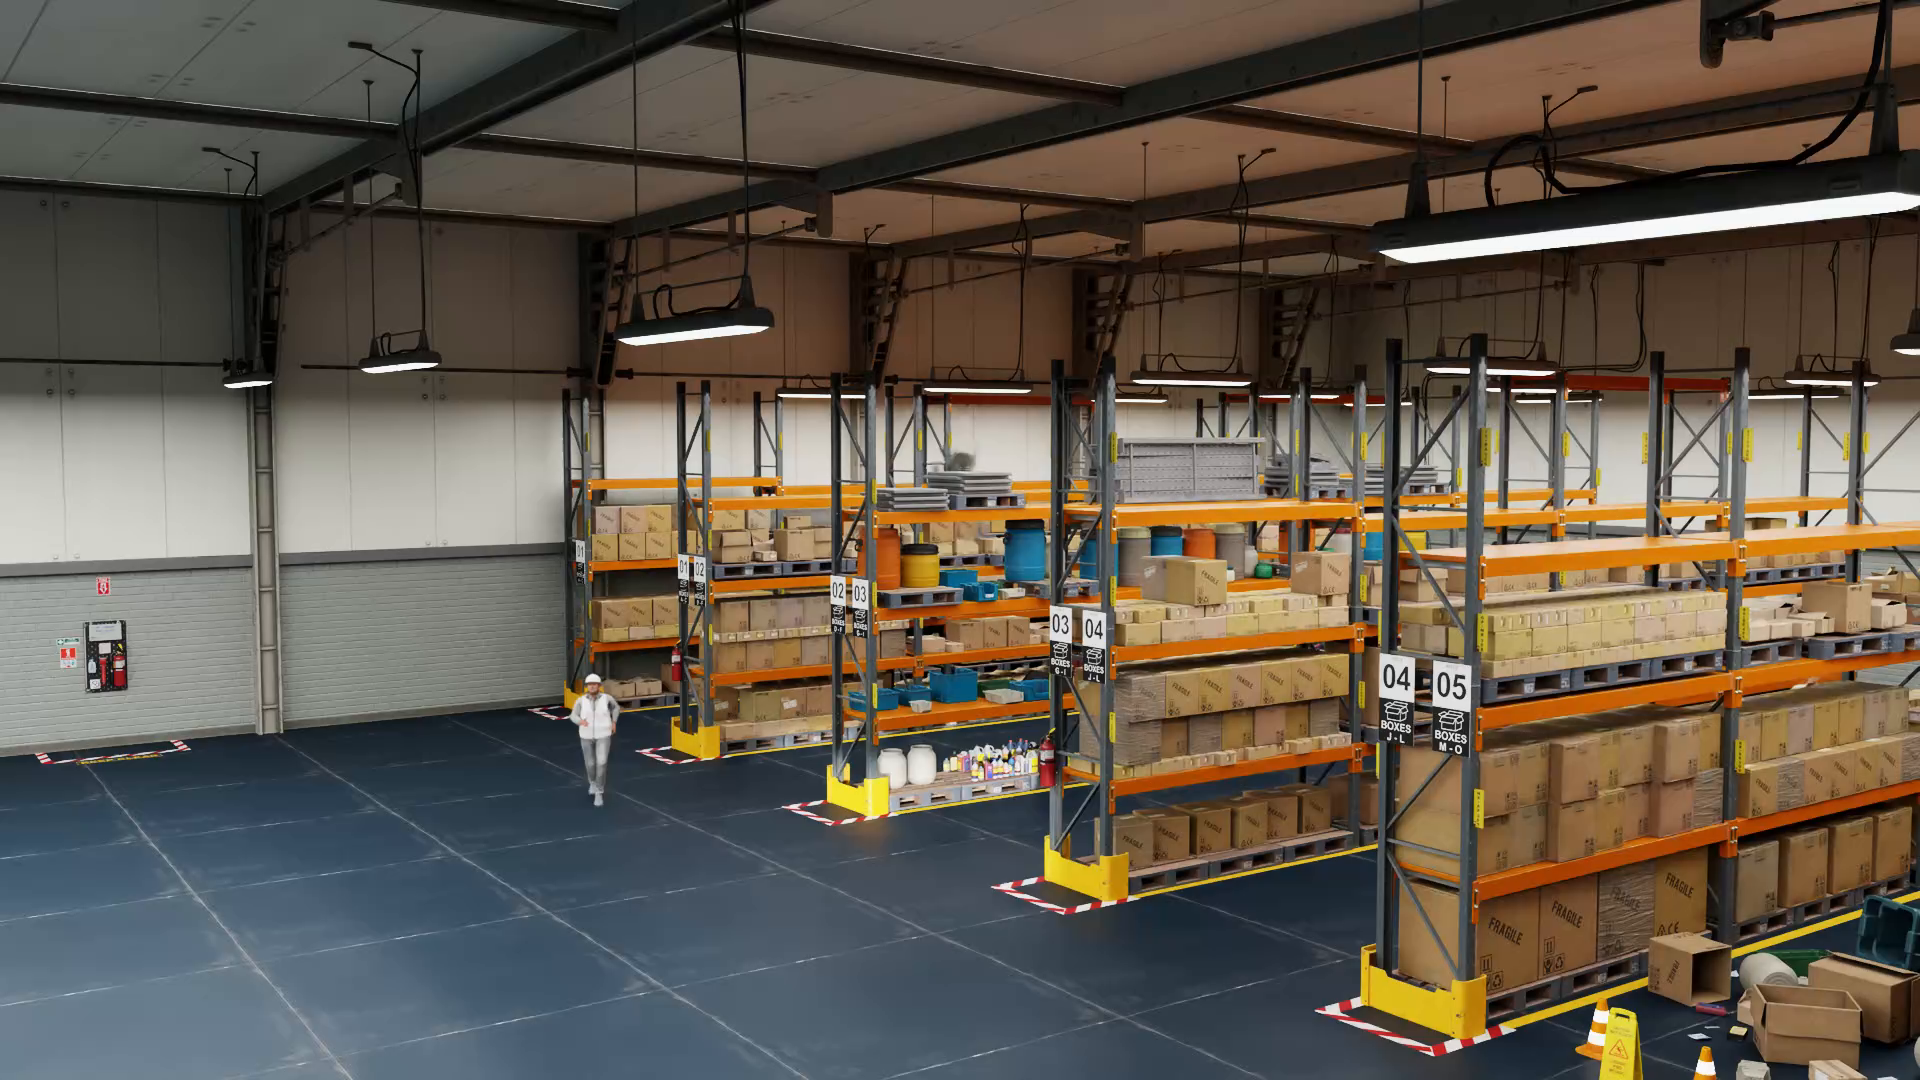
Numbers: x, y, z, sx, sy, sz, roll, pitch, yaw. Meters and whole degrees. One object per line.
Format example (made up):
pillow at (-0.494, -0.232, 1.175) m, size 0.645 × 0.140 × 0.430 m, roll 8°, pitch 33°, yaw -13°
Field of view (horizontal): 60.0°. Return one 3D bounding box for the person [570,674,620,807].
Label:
person at (-5.128, 2.783, 23.348) m, size 0.663 × 1.823 × 0.849 m, roll 0°, pitch 4°, yaw -5°

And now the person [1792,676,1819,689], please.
person at (12.299, 2.728, 24.090) m, size 0.720 × 1.751 × 0.921 m, roll 4°, pitch 5°, yaw 45°
